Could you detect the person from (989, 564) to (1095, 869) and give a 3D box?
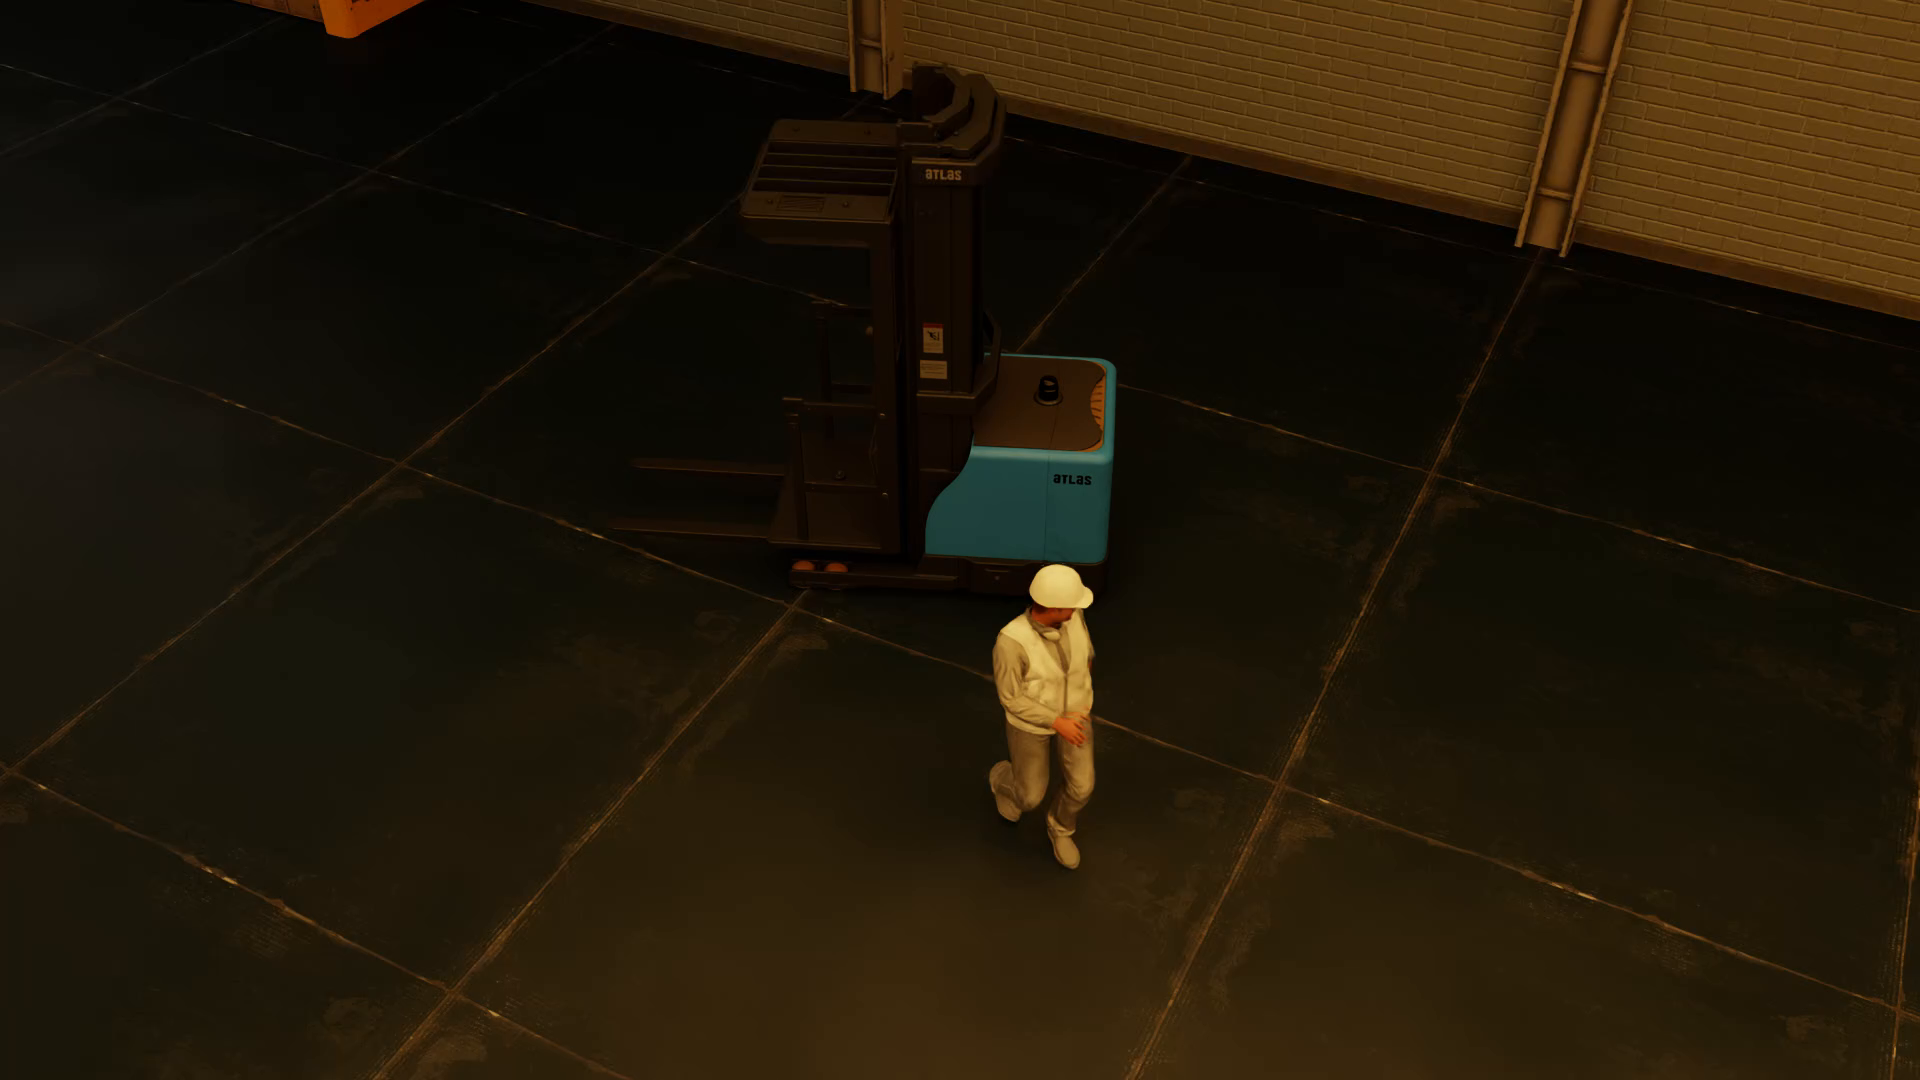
[{"bbox_3d":[0.456,0.809,7.981,0.659,1.710,0.634,-16,43,-18],"label":"person"}]

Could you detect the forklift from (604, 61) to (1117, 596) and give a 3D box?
[{"bbox_3d":[-0.606,-1.157,9.360,3.031,2.935,1.130,3,40,4],"label":"forklift"}]
